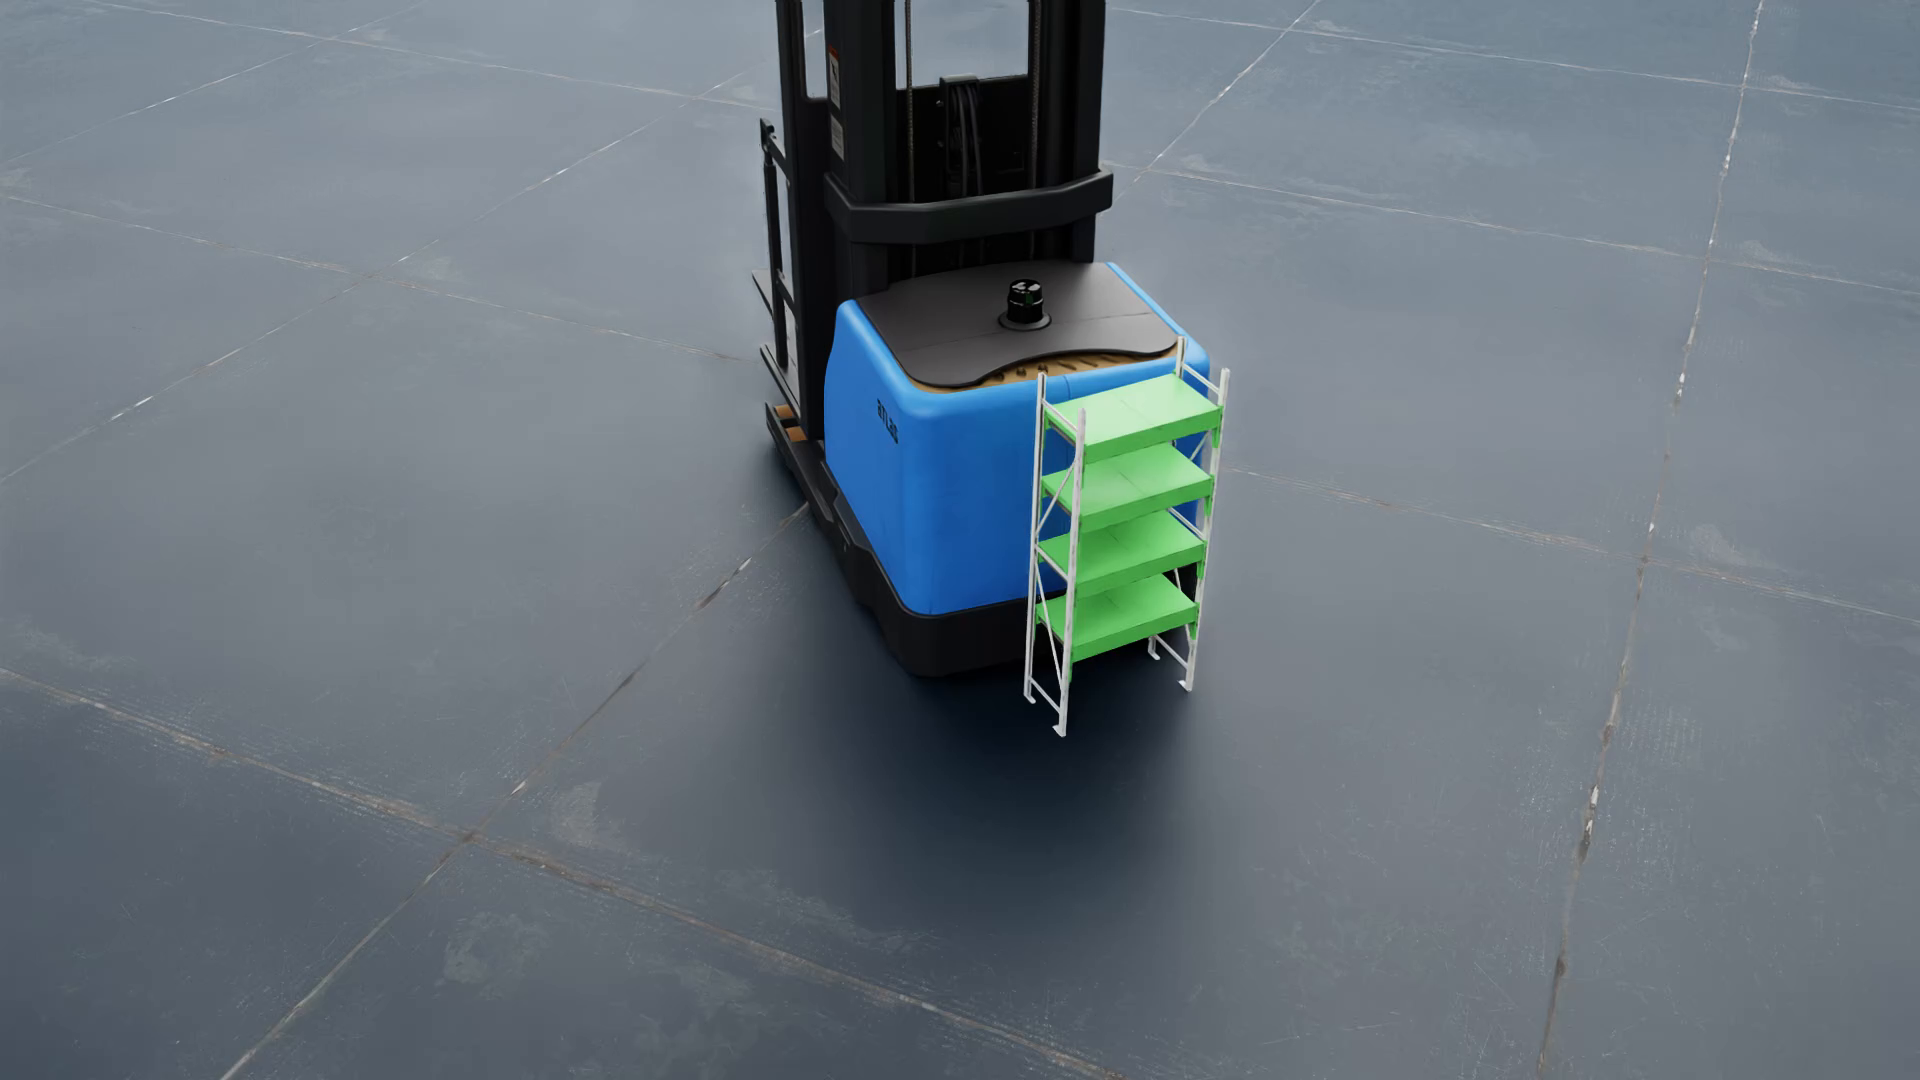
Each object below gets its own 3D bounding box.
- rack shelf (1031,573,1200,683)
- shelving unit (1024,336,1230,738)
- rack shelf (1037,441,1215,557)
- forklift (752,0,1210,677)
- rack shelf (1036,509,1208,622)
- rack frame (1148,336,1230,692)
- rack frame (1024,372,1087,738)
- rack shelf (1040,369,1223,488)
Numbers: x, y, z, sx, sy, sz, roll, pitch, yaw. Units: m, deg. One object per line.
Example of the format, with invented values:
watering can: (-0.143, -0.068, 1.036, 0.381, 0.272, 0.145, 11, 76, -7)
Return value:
rack shelf: (0.491, 0.259, 5.307, 0.480, 0.148, 0.258, -17, 38, -23)
shelving unit: (0.495, 0.009, 5.135, 0.503, 1.200, 0.258, -17, 38, -23)
rack shelf: (0.497, -0.136, 5.035, 0.480, 0.148, 0.258, -17, 38, -23)
forklift: (-0.157, -1.580, 5.987, 1.130, 2.935, 3.031, -11, 35, -16)
rack shelf: (0.494, 0.062, 5.171, 0.480, 0.148, 0.258, -17, 38, -23)
rack frame: (0.710, -0.054, 5.232, 0.015, 1.200, 0.240, -17, 38, -23)
rack frame: (0.281, 0.073, 5.038, 0.015, 1.200, 0.240, -17, 38, -23)
rack shelf: (0.500, -0.333, 4.898, 0.480, 0.148, 0.258, -17, 38, -23)
